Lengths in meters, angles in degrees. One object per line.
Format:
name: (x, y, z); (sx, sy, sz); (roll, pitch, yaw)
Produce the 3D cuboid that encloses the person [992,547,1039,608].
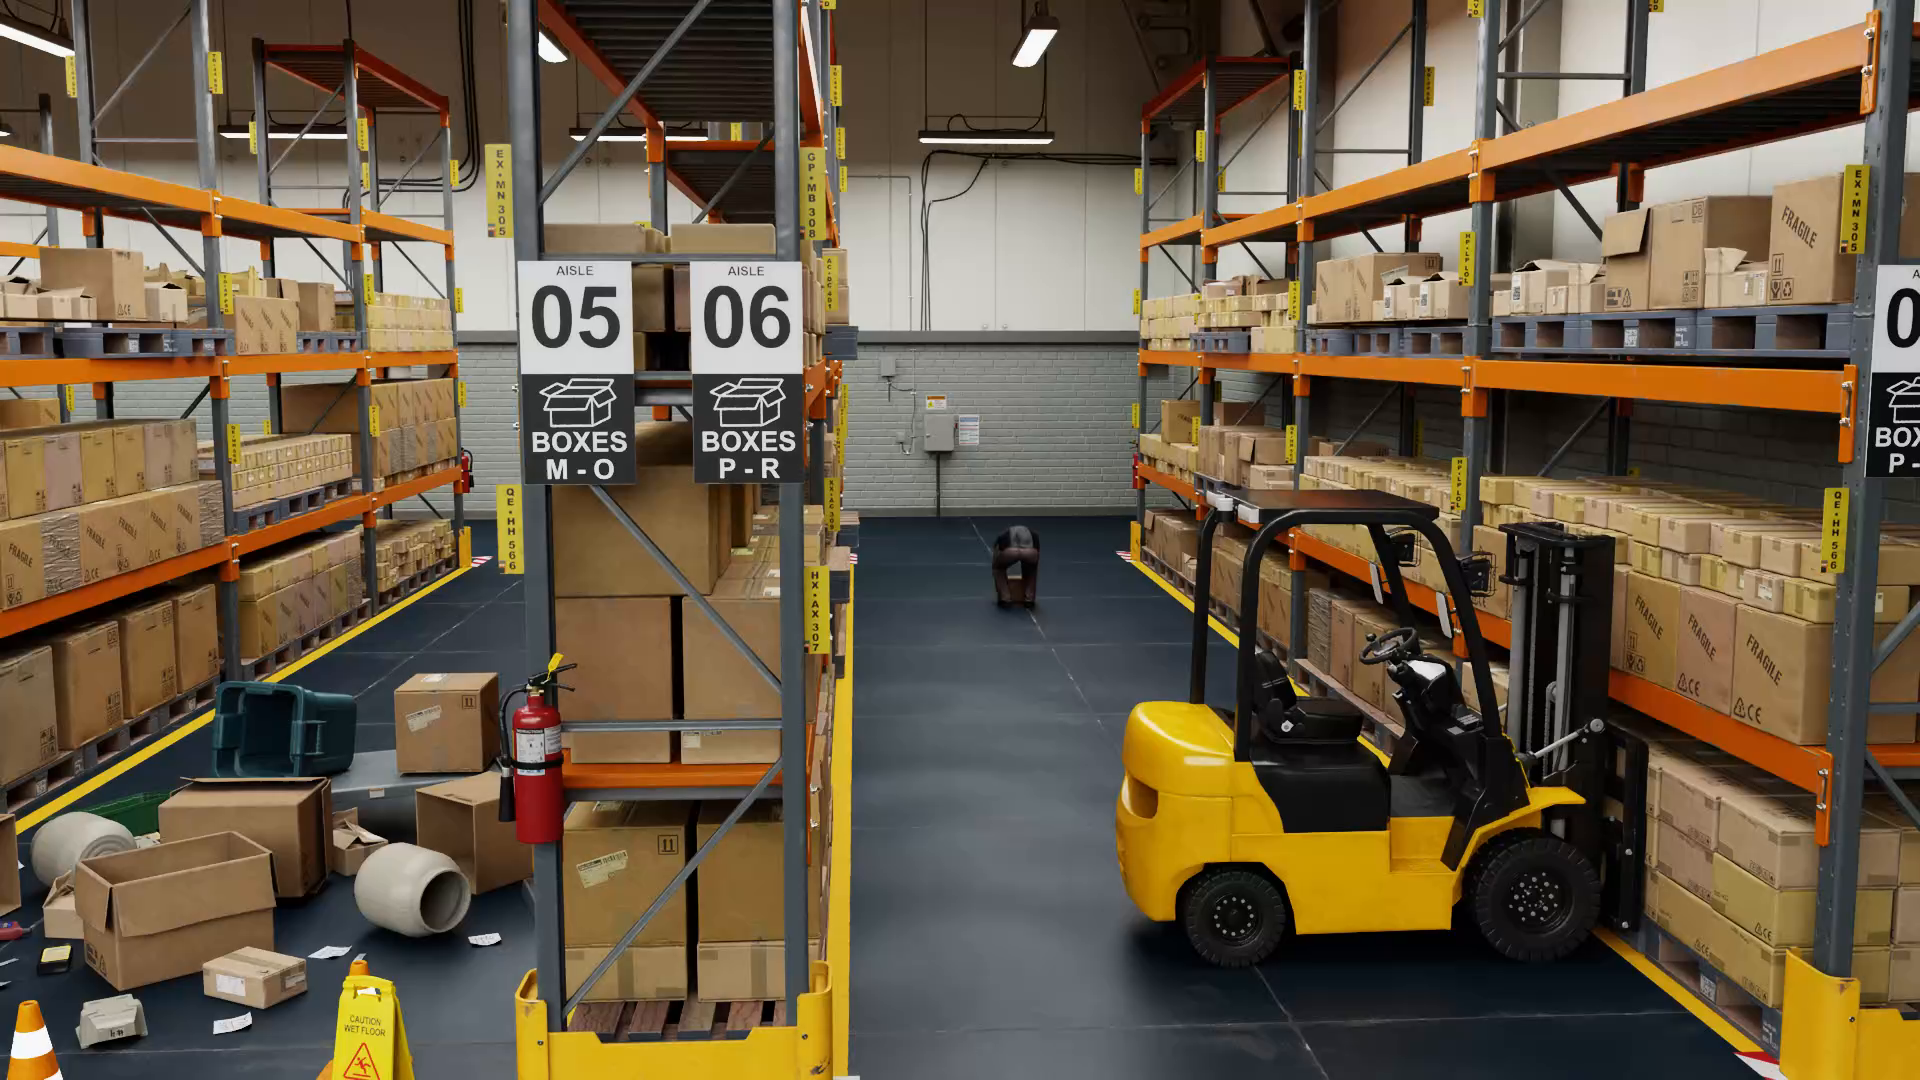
person: (0.610, 0.305, 18.566); (0.519, 0.849, 0.933); (-1, 7, -6)
